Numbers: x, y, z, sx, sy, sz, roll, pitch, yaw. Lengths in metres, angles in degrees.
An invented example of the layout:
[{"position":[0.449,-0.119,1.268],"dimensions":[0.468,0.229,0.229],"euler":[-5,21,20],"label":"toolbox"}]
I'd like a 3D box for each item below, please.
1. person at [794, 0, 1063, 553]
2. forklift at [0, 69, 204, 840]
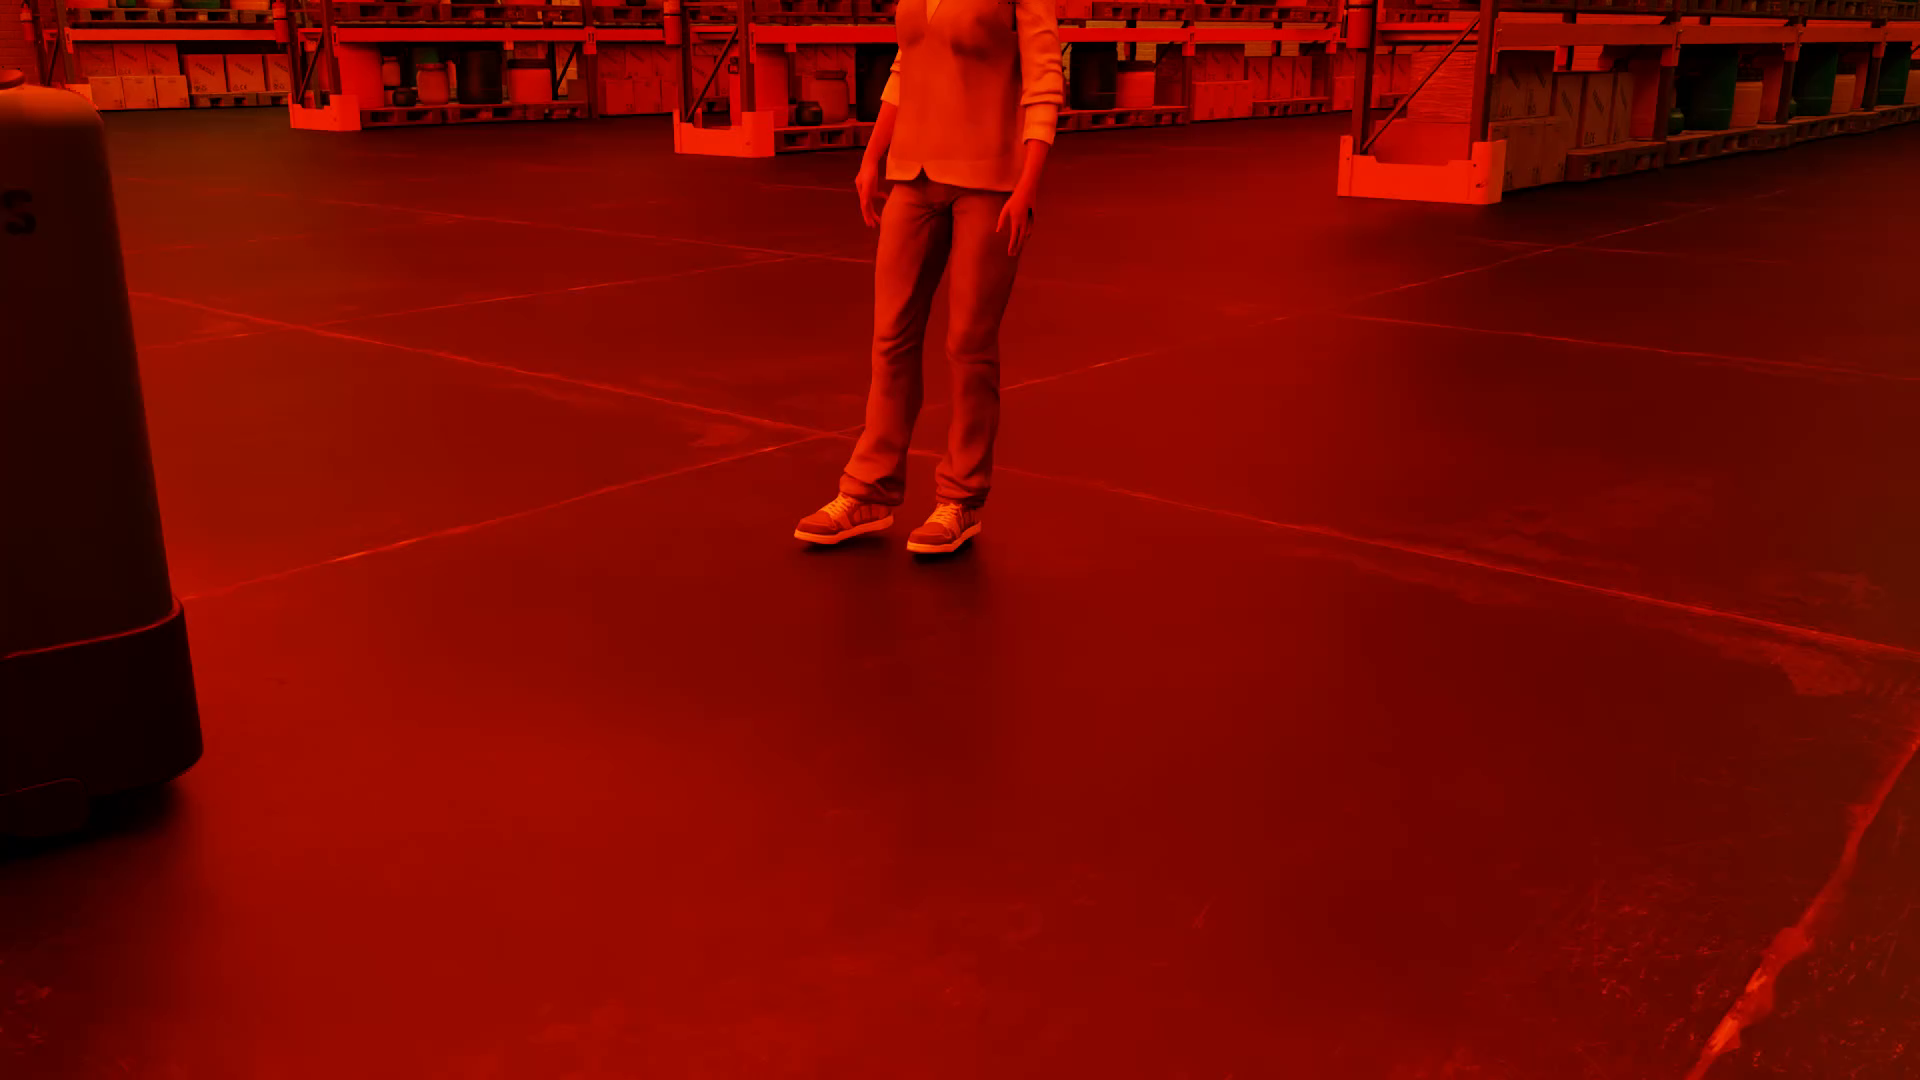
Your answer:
[{"position":[-0.058,-0.756,3.661],"dimensions":[0.521,1.599,0.473],"euler":[13,21,37],"label":"person"},{"position":[-2.658,-0.841,1.667],"dimensions":[3.031,2.935,1.130],"euler":[-12,21,-35],"label":"forklift"}]
